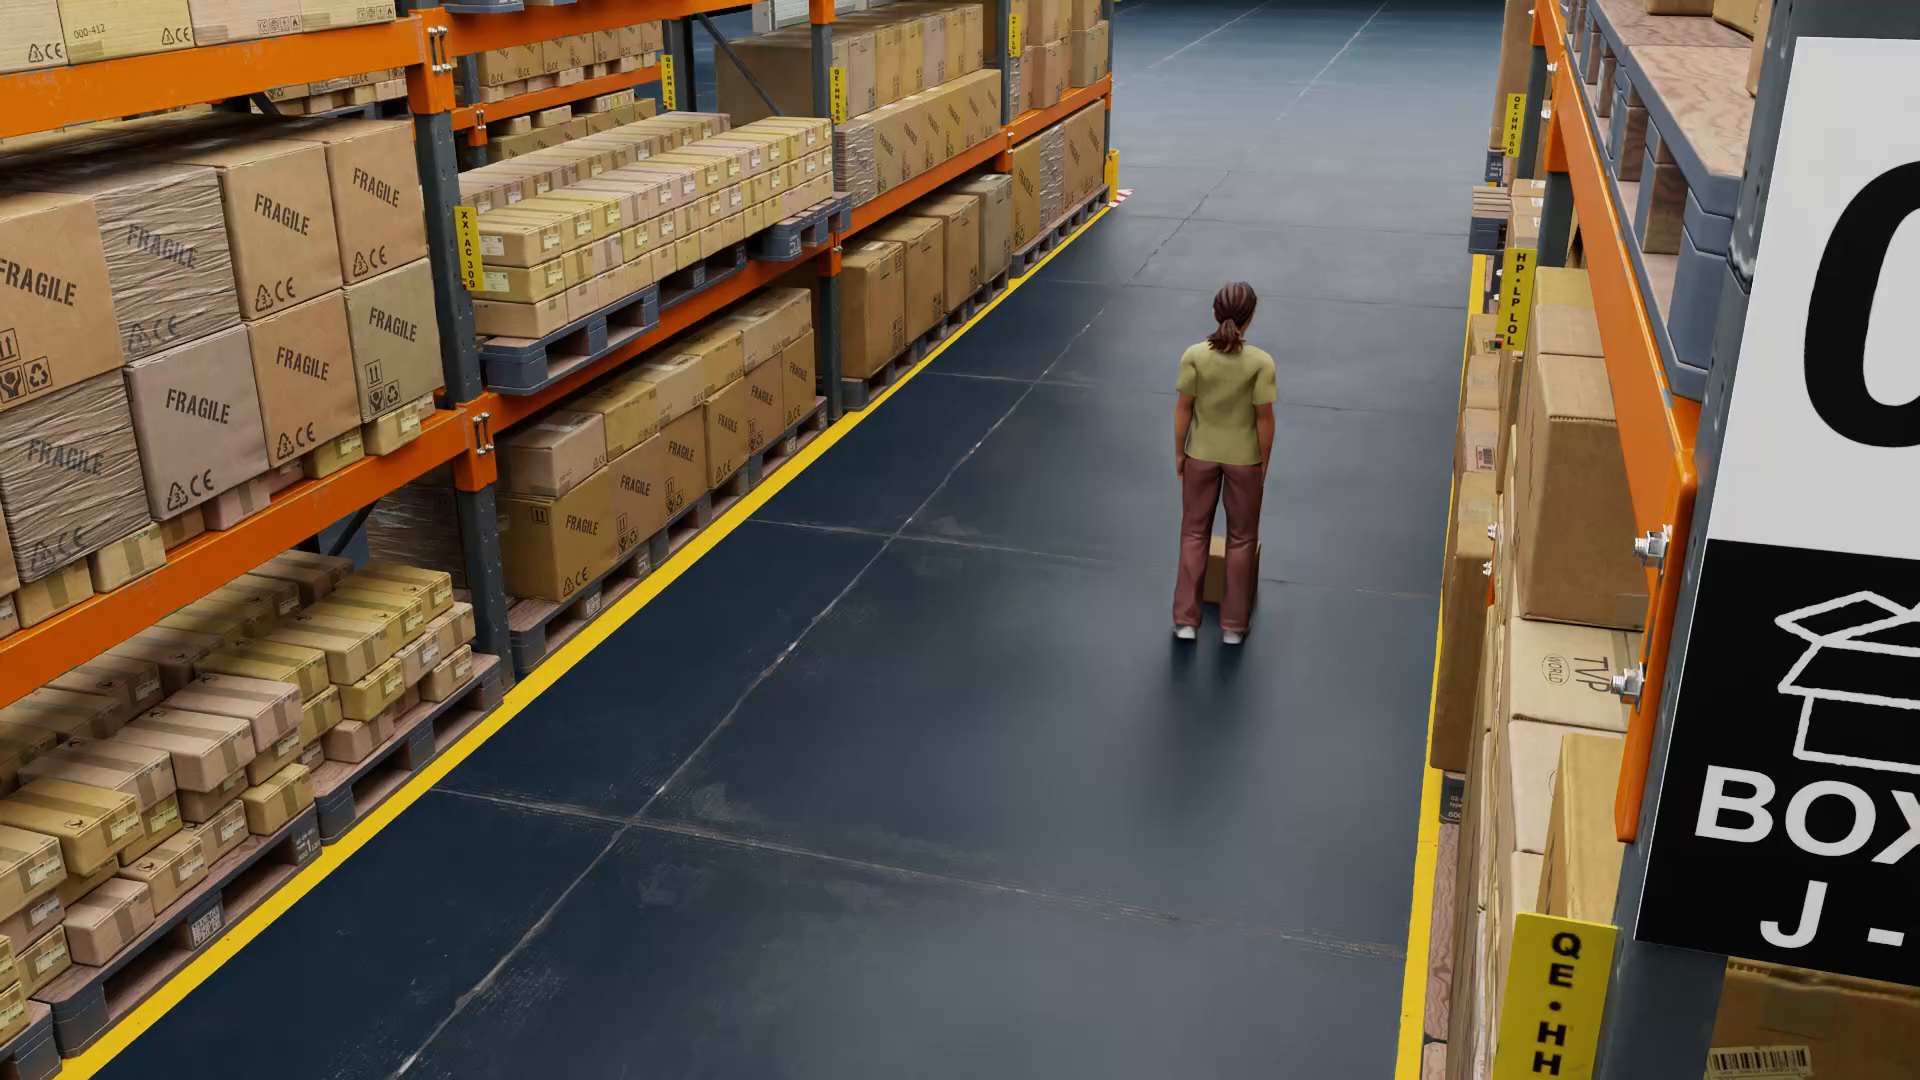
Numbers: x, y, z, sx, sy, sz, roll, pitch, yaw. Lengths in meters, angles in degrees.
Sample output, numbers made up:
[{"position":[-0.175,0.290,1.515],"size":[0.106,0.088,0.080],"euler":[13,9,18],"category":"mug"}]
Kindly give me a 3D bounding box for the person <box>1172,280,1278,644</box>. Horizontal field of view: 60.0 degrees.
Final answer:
[{"position":[1.176,-0.321,7.439],"size":[0.451,1.712,0.386],"euler":[7,23,17],"category":"person"}]
